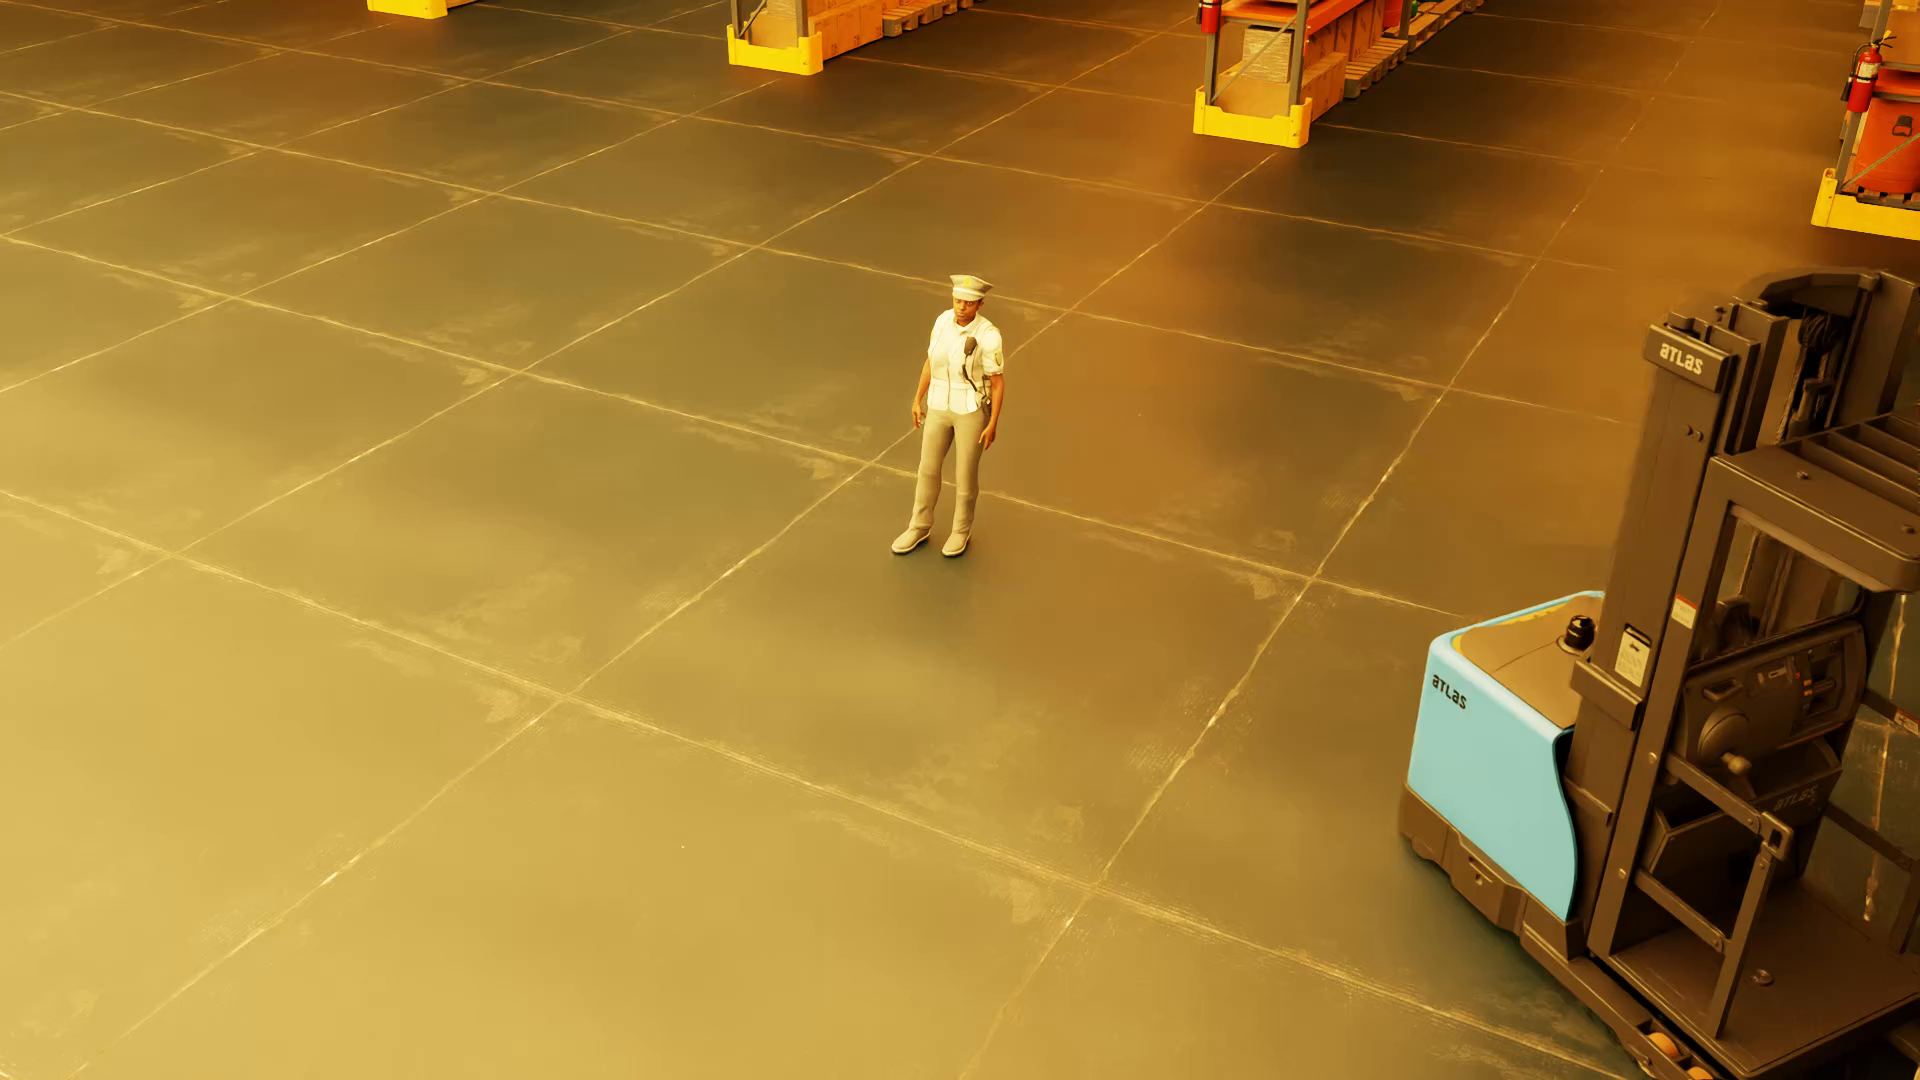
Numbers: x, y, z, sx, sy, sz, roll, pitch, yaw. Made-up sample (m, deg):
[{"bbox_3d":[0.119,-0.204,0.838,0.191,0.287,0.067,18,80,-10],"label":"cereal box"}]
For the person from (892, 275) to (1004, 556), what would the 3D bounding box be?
[{"bbox_3d":[-0.054,-0.711,9.528,0.569,1.692,0.530,15,33,25],"label":"person"}]

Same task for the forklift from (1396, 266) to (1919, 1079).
[{"bbox_3d":[3.098,0.635,5.971,1.130,2.935,3.031,-14,33,-22],"label":"forklift"}]
